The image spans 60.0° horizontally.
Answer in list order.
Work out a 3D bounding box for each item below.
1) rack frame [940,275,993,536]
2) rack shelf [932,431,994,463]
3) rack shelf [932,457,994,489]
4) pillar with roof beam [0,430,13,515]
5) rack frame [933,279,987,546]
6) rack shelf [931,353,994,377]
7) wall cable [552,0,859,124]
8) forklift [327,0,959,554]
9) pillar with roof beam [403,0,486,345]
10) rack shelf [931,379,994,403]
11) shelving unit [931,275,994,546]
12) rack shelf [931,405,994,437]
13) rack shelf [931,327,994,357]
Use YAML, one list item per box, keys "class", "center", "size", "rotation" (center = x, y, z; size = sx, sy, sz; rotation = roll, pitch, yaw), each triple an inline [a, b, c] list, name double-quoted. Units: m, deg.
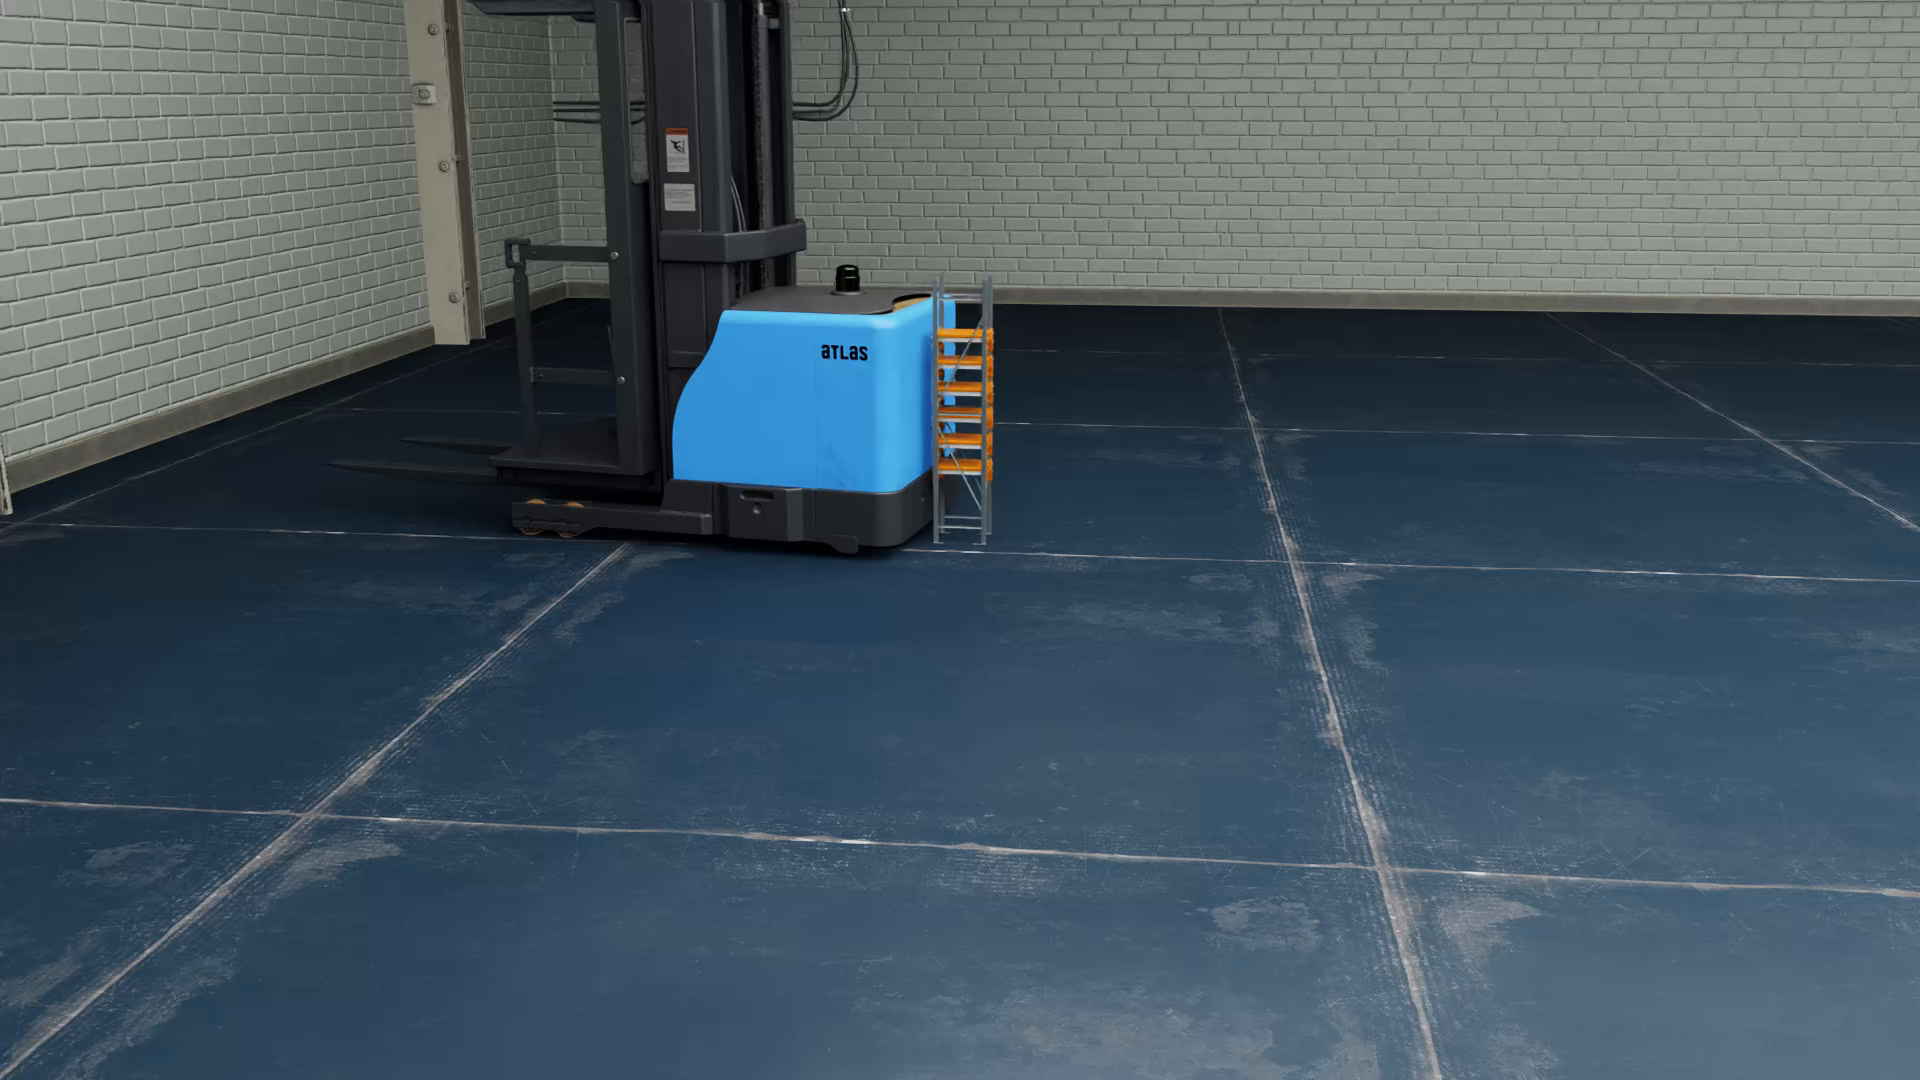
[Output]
- class: "rack frame"
  center: [0.027, -0.605, 7.601]
  size: [0.240, 1.200, 0.006]
  rotation: [2, 15, 8]
- class: "rack shelf"
  center: [0.013, -0.423, 7.557]
  size: [0.258, 0.103, 0.180]
  rotation: [2, 15, 8]
- class: "rack shelf"
  center: [0.013, -0.307, 7.588]
  size: [0.258, 0.103, 0.180]
  rotation: [2, 15, 8]
- class: "pillar with roof beam"
  center: [-0.543, -4.307, 6.349]
  size: [9.100, 9.000, 0.400]
  rotation: [2, 15, 6]
- class: "rack frame"
  center: [-0.001, -0.558, 7.427]
  size: [0.240, 1.200, 0.006]
  rotation: [2, 15, 8]
- class: "rack shelf"
  center: [0.013, -0.770, 7.463]
  size: [0.258, 0.103, 0.180]
  rotation: [2, 15, 8]
- class: "wall cable"
  center: [-2.497, -5.216, 15.660]
  size: [3.097, 2.526, 0.112]
  rotation: [2, 15, 6]
- class: "forklift"
  center: [-1.582, -1.550, 7.779]
  size: [3.031, 2.935, 1.130]
  rotation: [4, 16, 16]
- class: "pillar with roof beam"
  center: [0.134, -5.863, 12.104]
  size: [9.100, 9.000, 0.400]
  rotation: [2, 15, 6]
- class: "rack shelf"
  center: [0.013, -0.655, 7.494]
  size: [0.258, 0.103, 0.180]
  rotation: [2, 15, 8]
- class: "shelving unit"
  center: [0.013, -0.582, 7.514]
  size: [0.258, 1.200, 0.189]
  rotation: [2, 15, 8]
- class: "rack shelf"
  center: [0.013, -0.539, 7.526]
  size: [0.258, 0.103, 0.180]
  rotation: [2, 15, 8]
- class: "rack shelf"
  center: [0.013, -0.886, 7.432]
  size: [0.258, 0.103, 0.180]
  rotation: [2, 15, 8]
